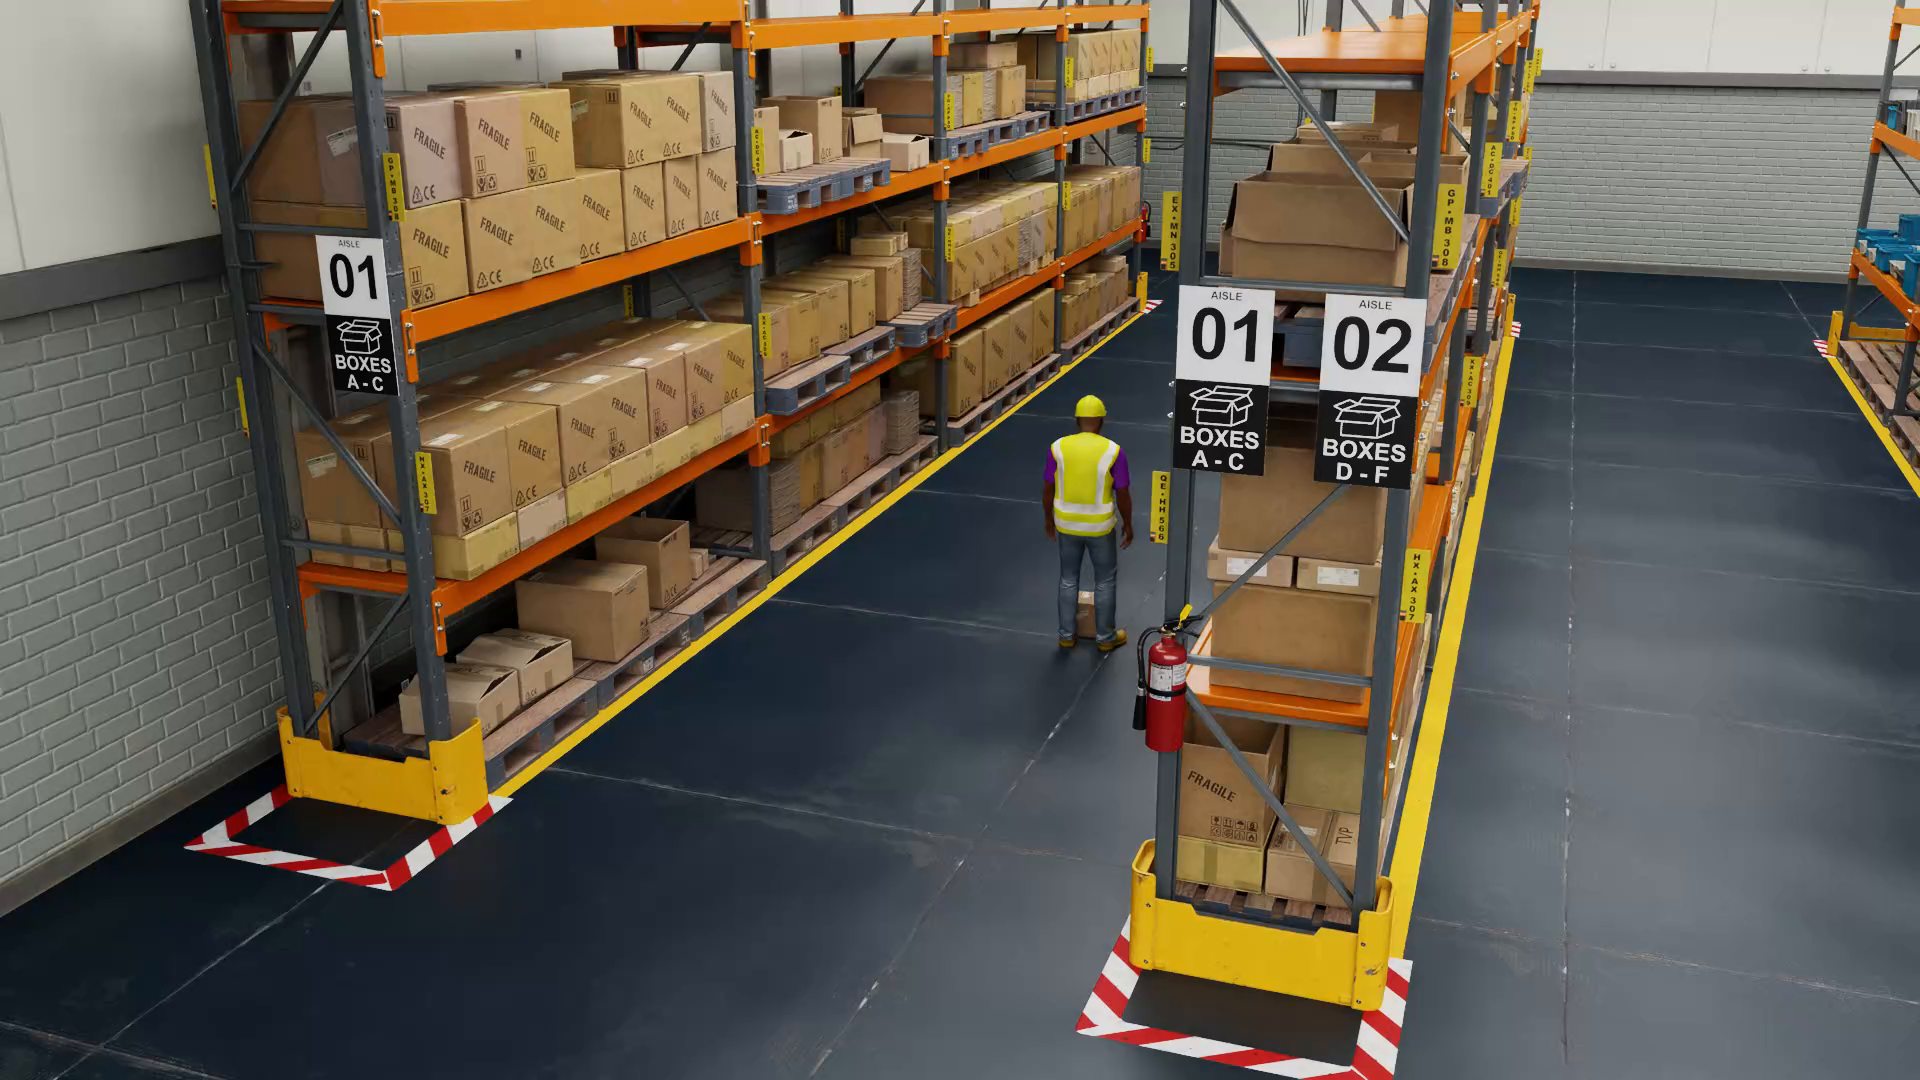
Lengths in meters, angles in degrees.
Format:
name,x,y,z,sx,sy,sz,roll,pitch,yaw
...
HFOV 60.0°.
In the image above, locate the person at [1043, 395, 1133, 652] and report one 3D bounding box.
name,x,y,z,sx,sy,sz,roll,pitch,yaw
person,0.875,-0.114,11.375,0.627,1.758,0.456,6,20,19
